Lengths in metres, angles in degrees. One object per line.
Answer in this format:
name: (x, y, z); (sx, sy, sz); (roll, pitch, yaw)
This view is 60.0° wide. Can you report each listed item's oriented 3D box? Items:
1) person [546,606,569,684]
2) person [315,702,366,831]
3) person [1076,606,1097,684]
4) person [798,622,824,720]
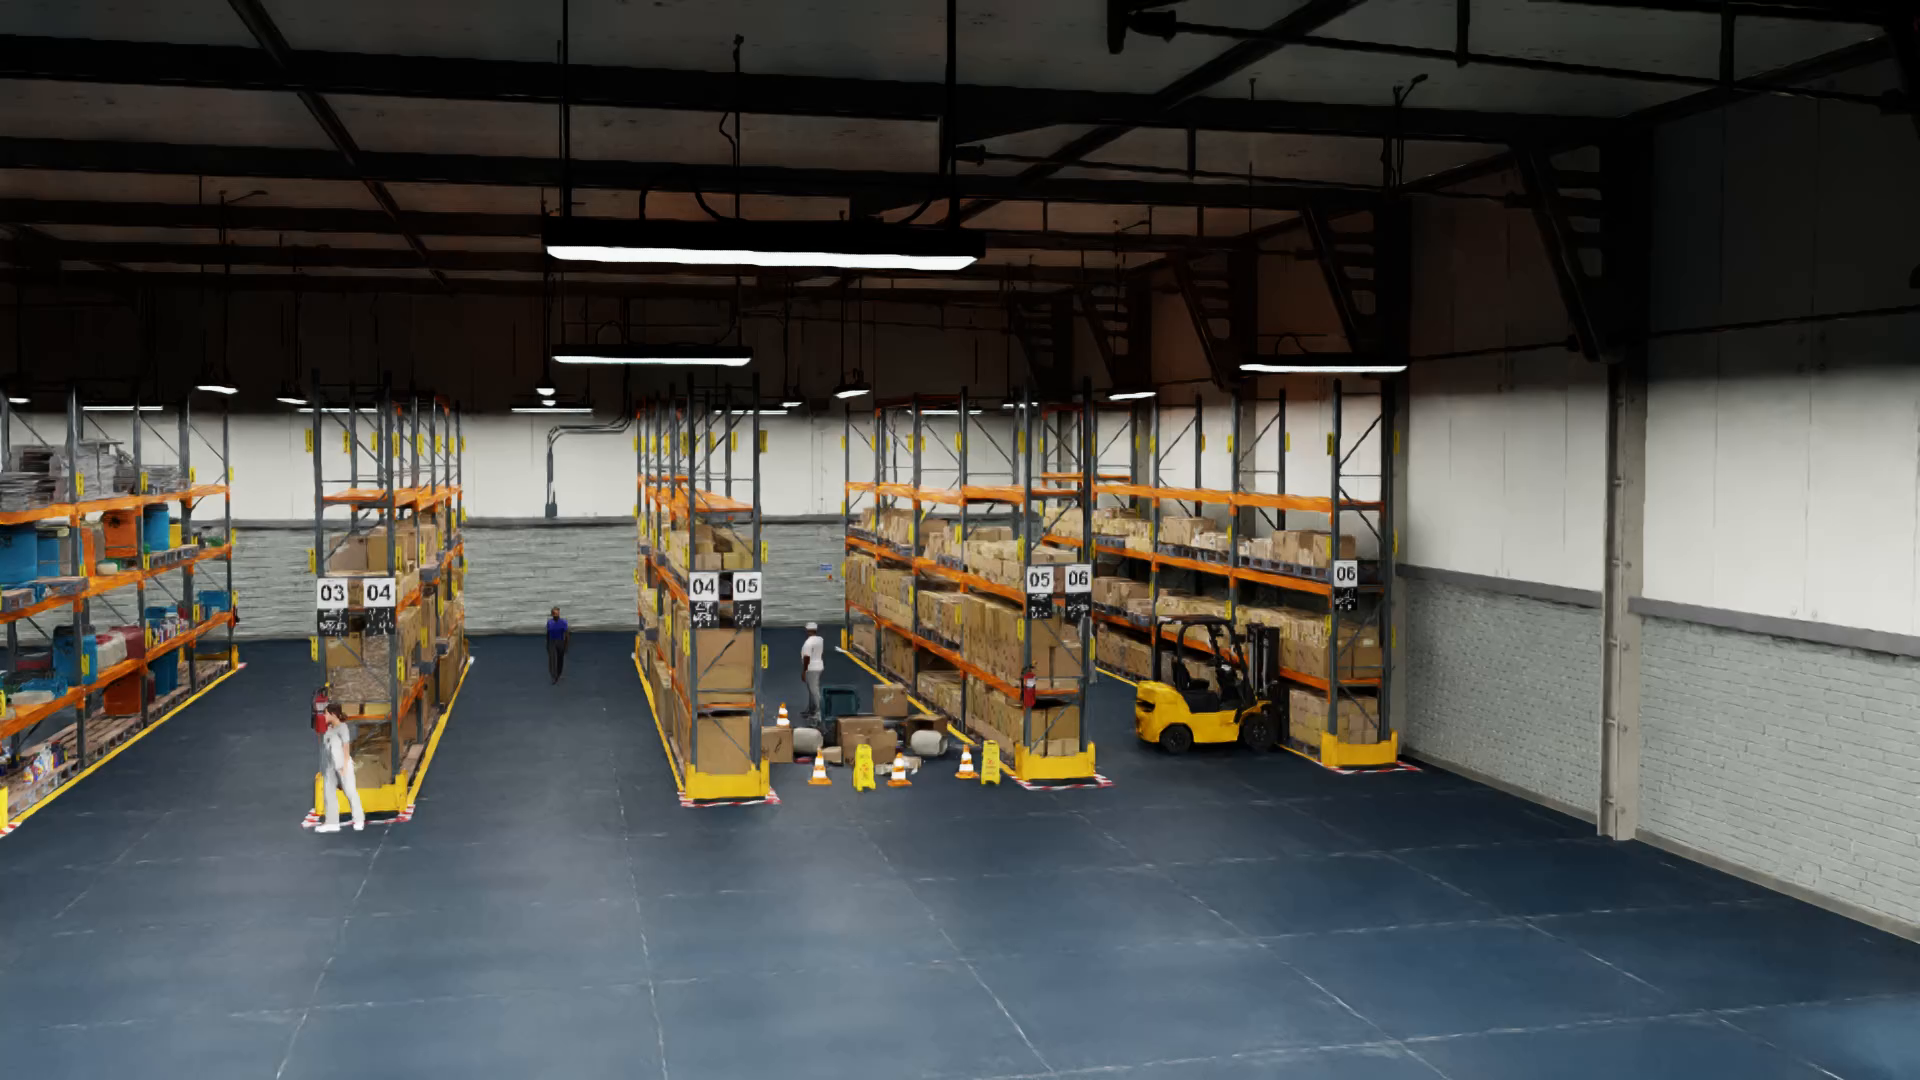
person: (-8.440, 2.183, 34.877); (0.461, 1.596, 0.986); (-1, 3, -14)
person: (-8.018, 2.932, 21.547); (0.507, 1.668, 0.571); (3, 4, 41)
person: (2.604, 2.146, 34.821); (0.549, 1.660, 0.548); (0, 3, 8)
person: (-2.709, 2.360, 30.210); (0.580, 1.763, 0.673); (1, 3, 17)
